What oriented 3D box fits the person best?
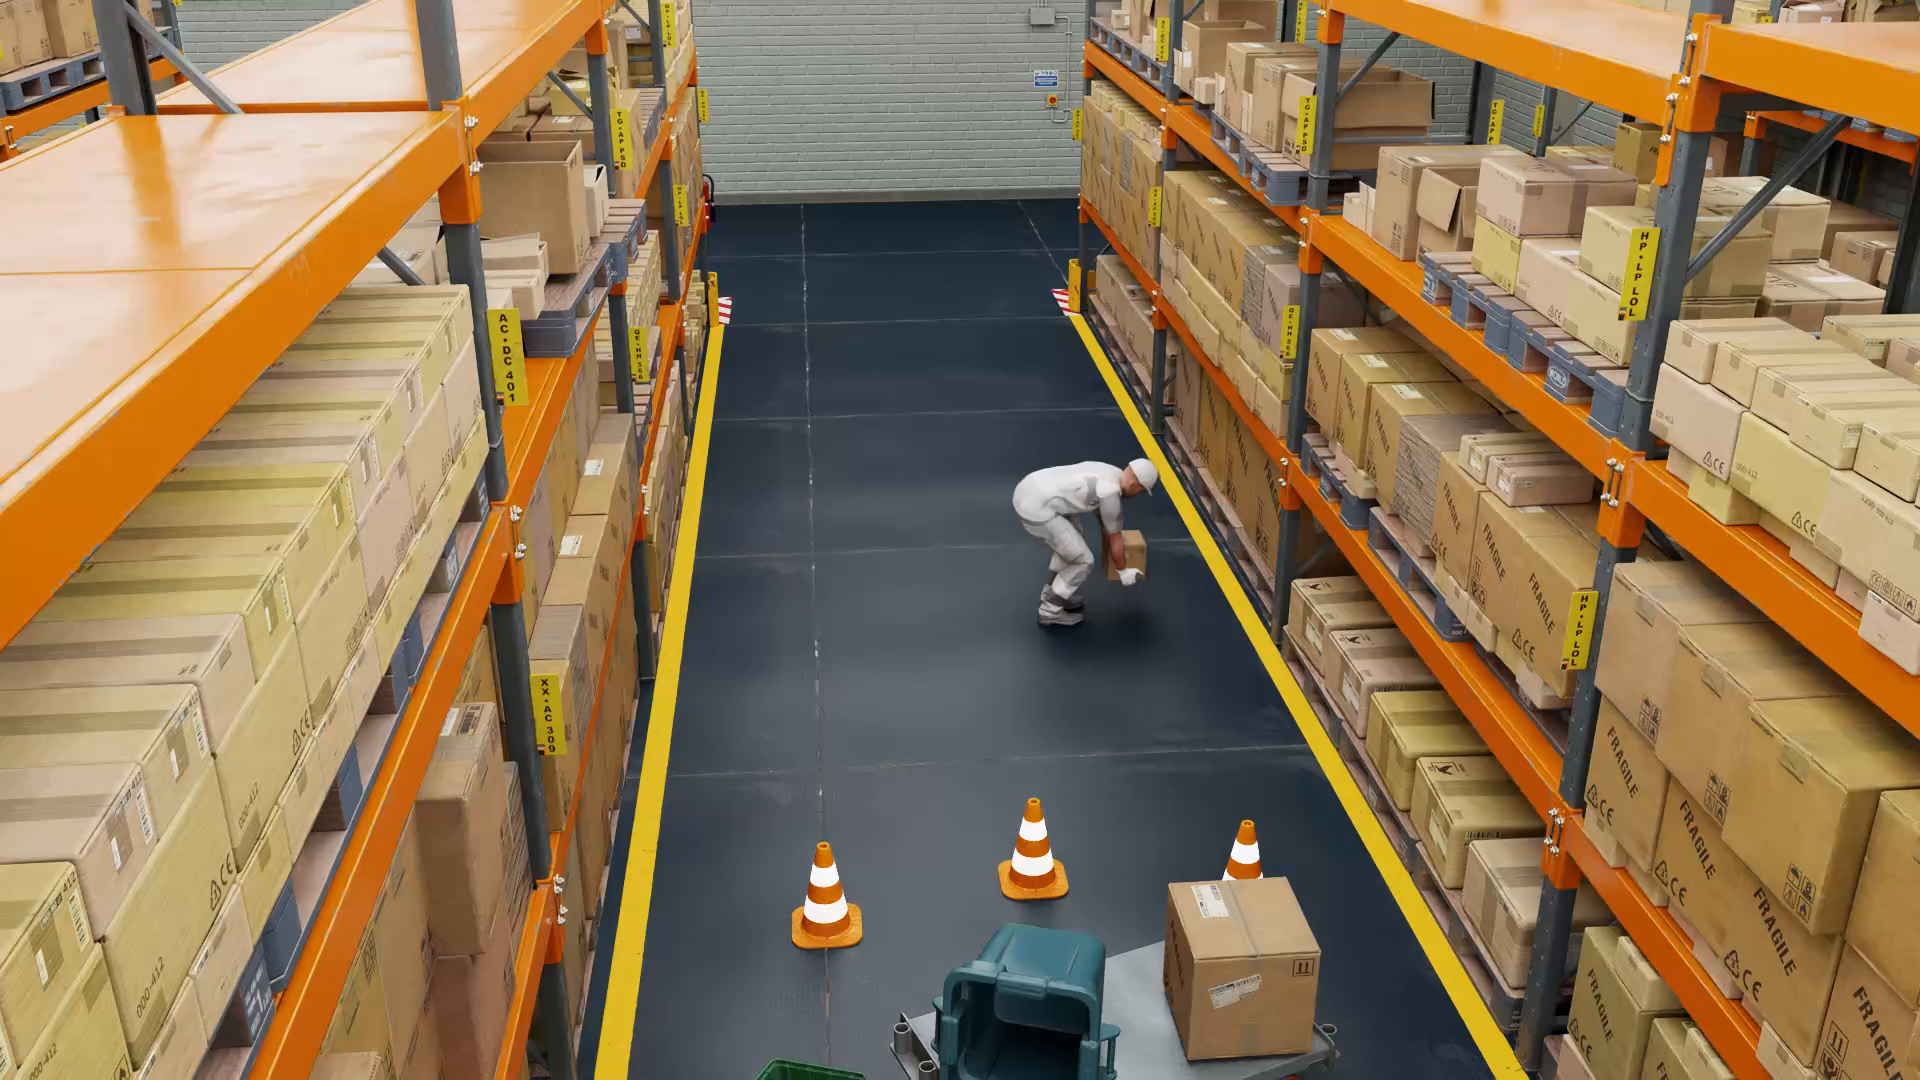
[{"bbox_3d":[0.834,-0.042,10.949,0.947,1.159,0.510,-3,24,-8],"label":"person"}]
